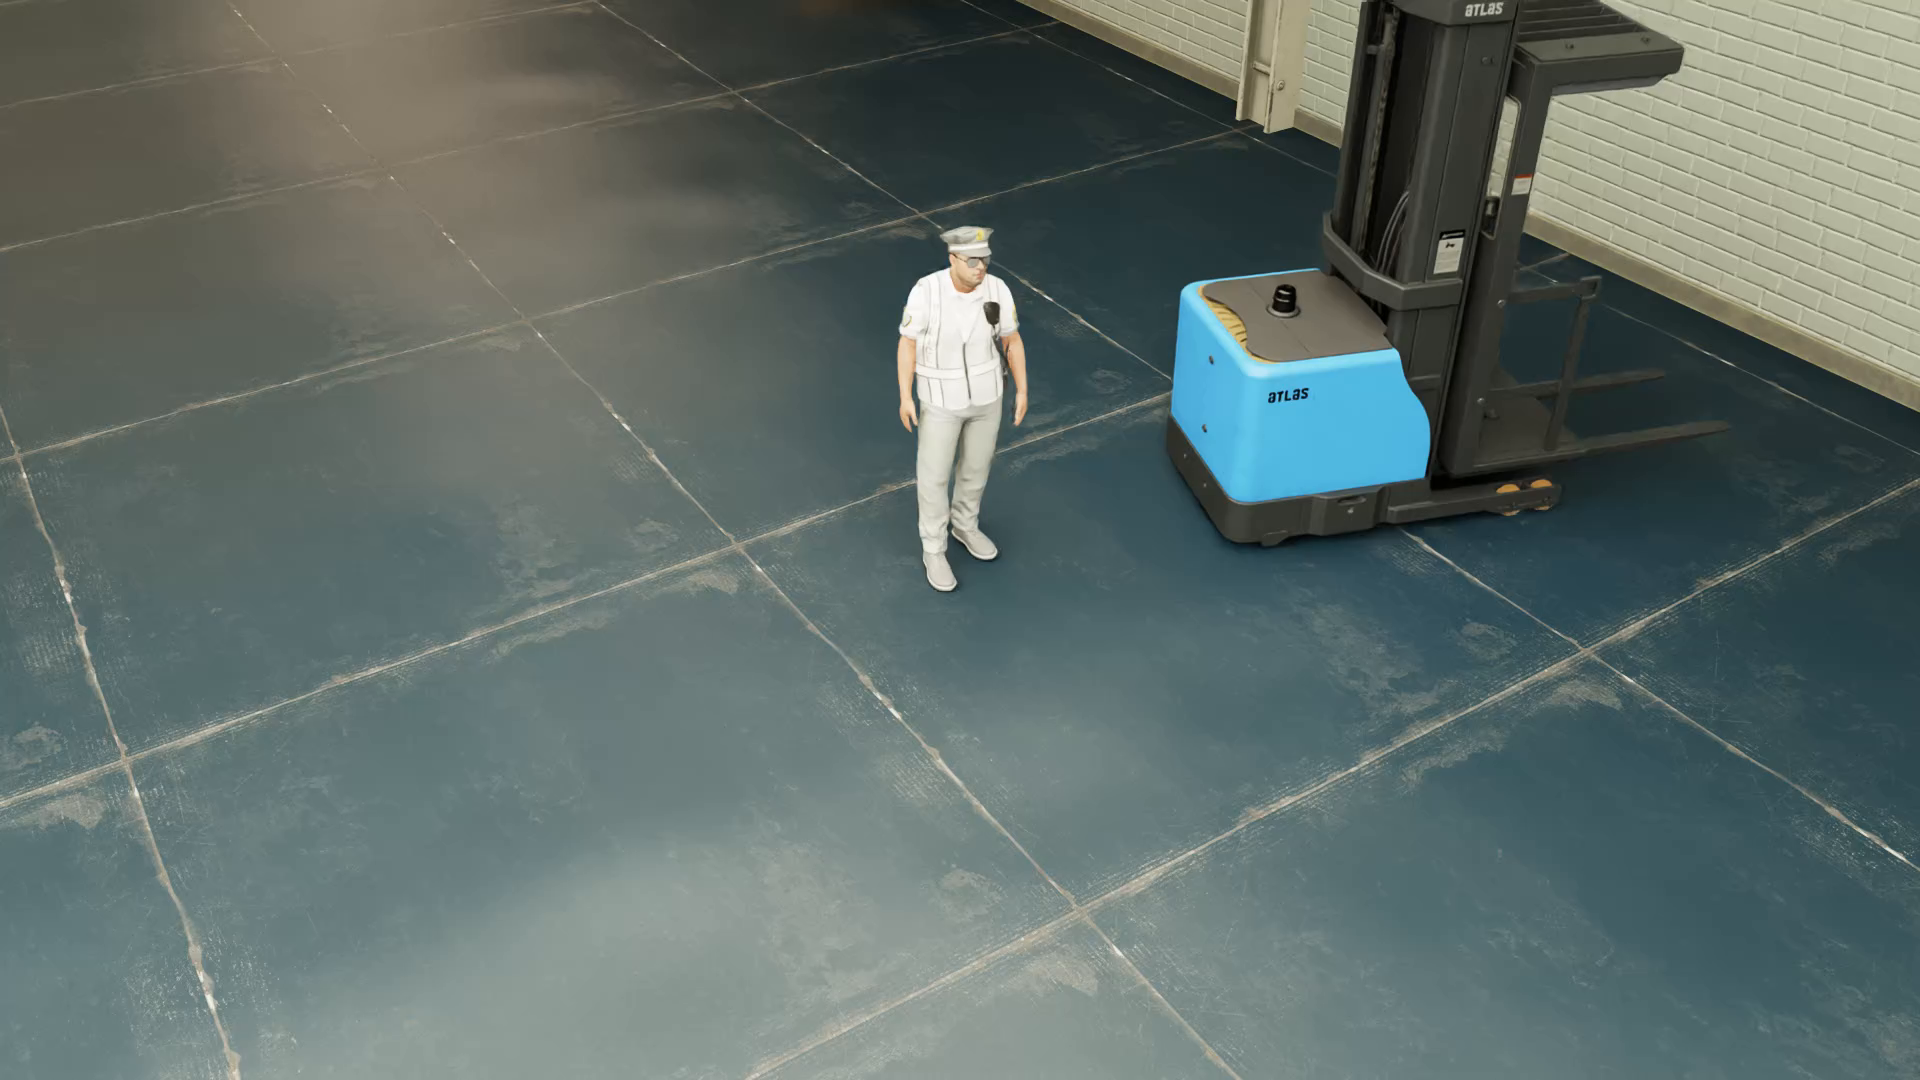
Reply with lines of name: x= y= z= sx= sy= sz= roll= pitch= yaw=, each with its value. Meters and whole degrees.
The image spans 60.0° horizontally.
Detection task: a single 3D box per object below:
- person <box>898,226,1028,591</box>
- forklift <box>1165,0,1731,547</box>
person: x=0.040 y=-0.659 z=8.086 sx=0.648 sy=1.775 sz=0.607 roll=-9 pitch=36 yaw=-13
forklift: x=2.722 y=-1.616 z=8.448 sx=3.031 sy=2.935 sz=1.130 roll=-8 pitch=36 yaw=-12
